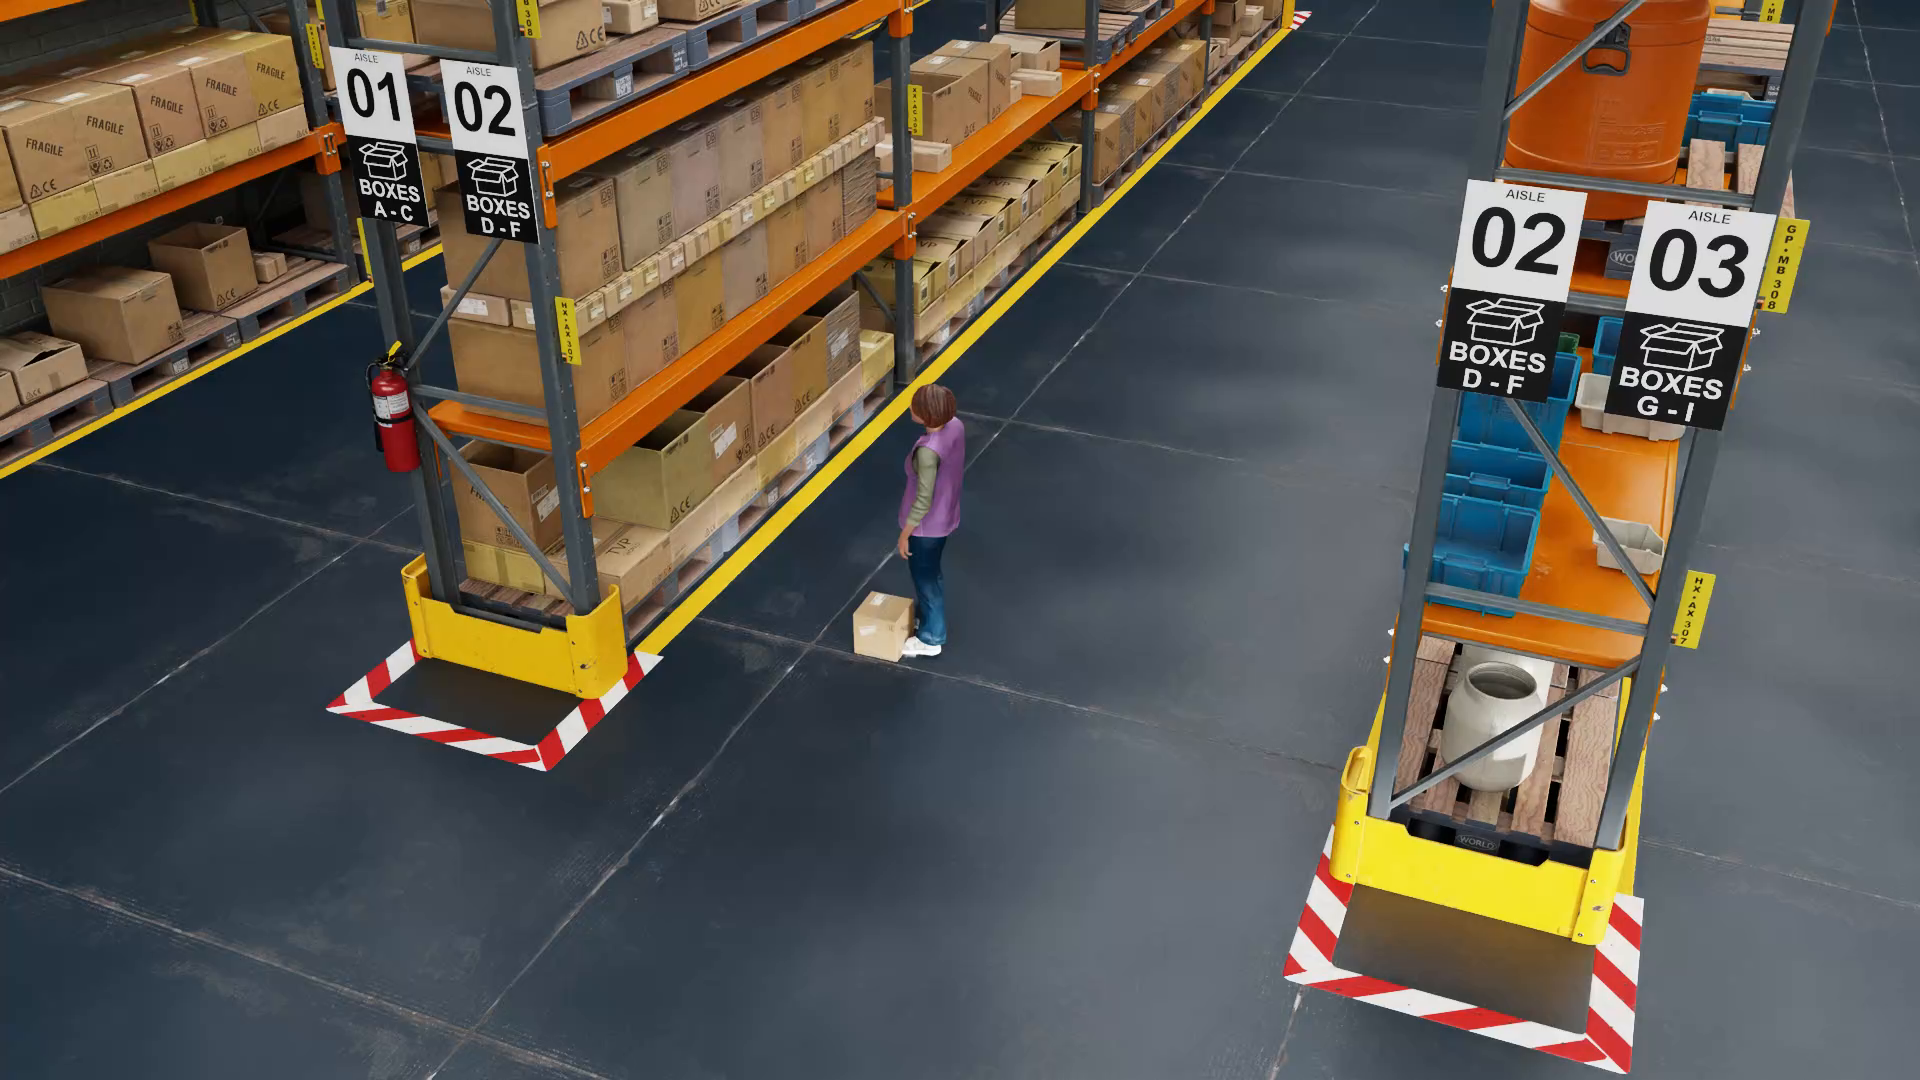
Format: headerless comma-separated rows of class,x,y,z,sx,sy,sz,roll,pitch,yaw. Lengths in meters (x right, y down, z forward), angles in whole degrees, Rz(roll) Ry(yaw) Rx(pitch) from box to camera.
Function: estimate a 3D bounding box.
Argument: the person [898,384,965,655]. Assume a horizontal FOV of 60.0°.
person,-0.221,-0.107,8.562,0.475,1.597,0.520,12,32,19
